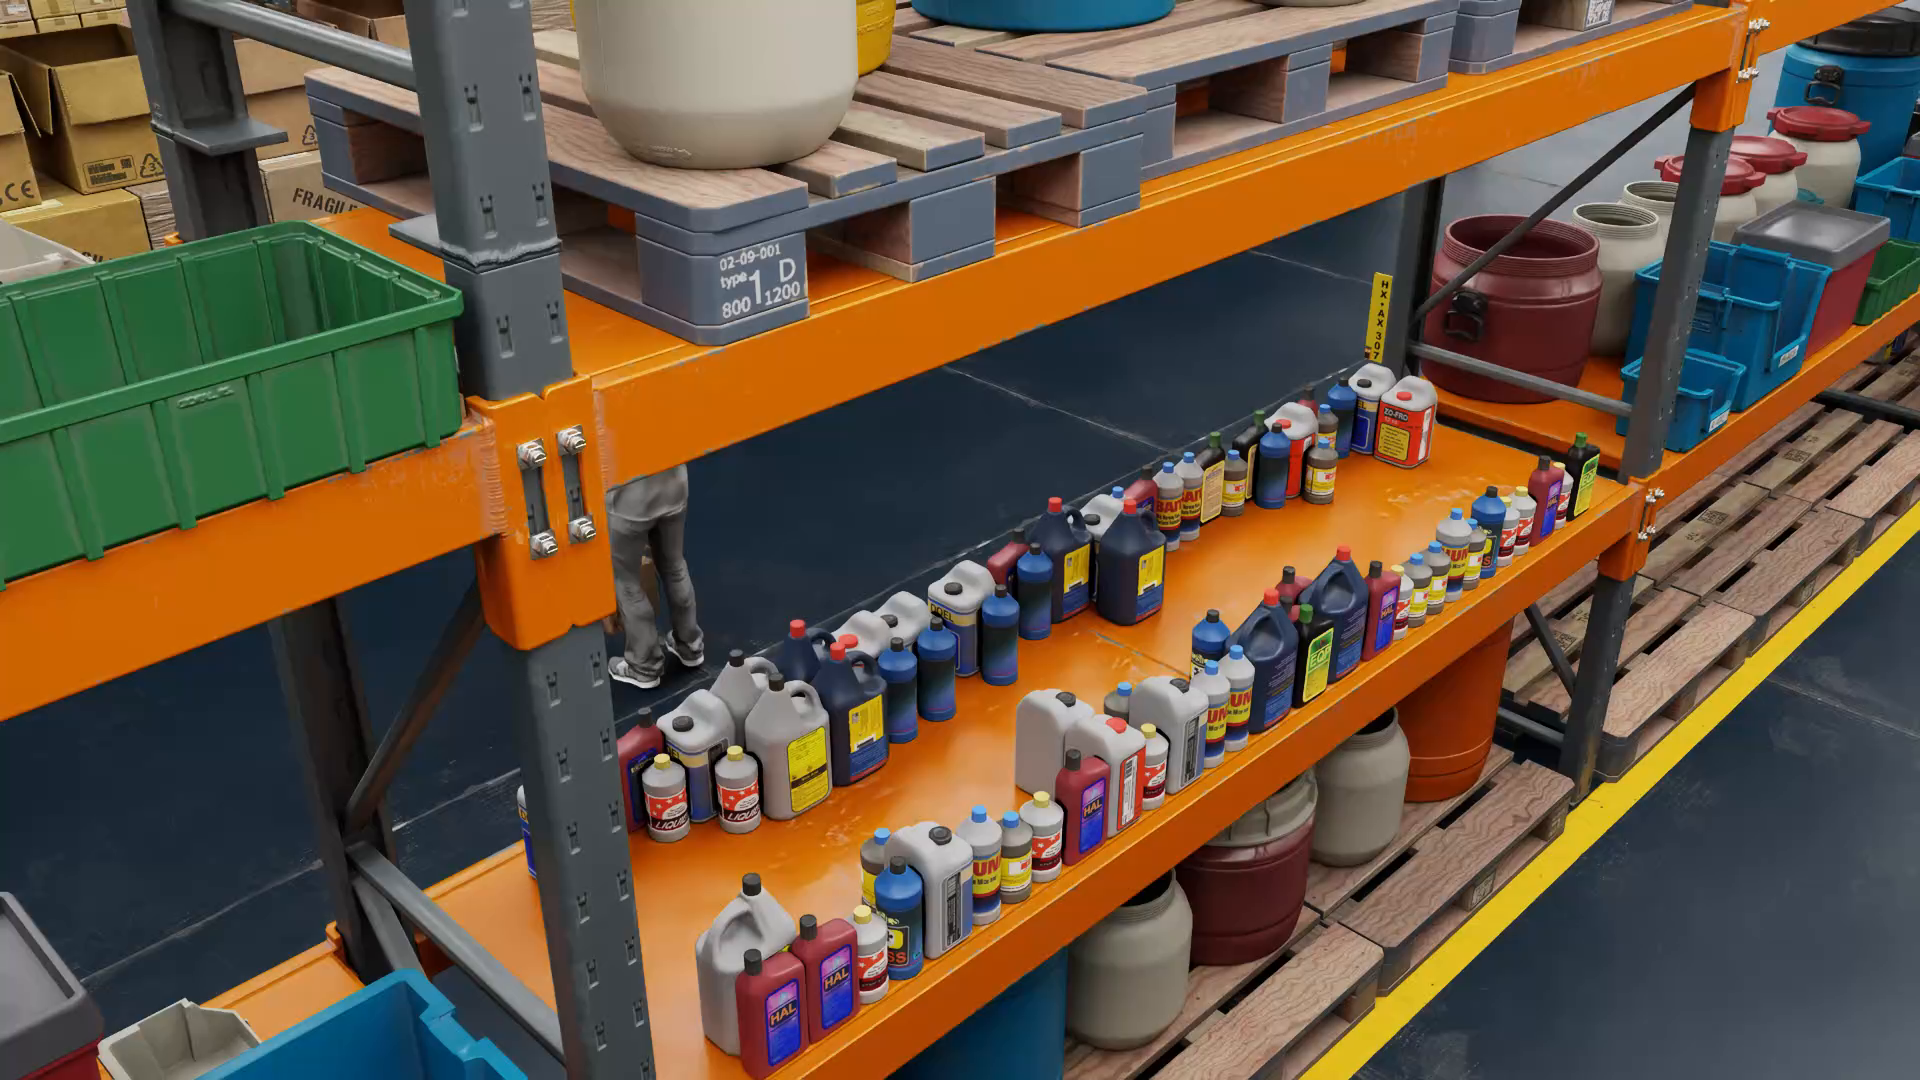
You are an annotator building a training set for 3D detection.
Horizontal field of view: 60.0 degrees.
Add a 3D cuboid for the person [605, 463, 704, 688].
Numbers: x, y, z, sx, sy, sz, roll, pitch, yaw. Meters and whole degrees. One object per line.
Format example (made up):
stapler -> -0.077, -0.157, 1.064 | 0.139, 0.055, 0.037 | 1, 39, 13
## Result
person -> -1.233, -0.160, 6.430 | 0.343, 1.596, 0.456 | 24, 36, 37
